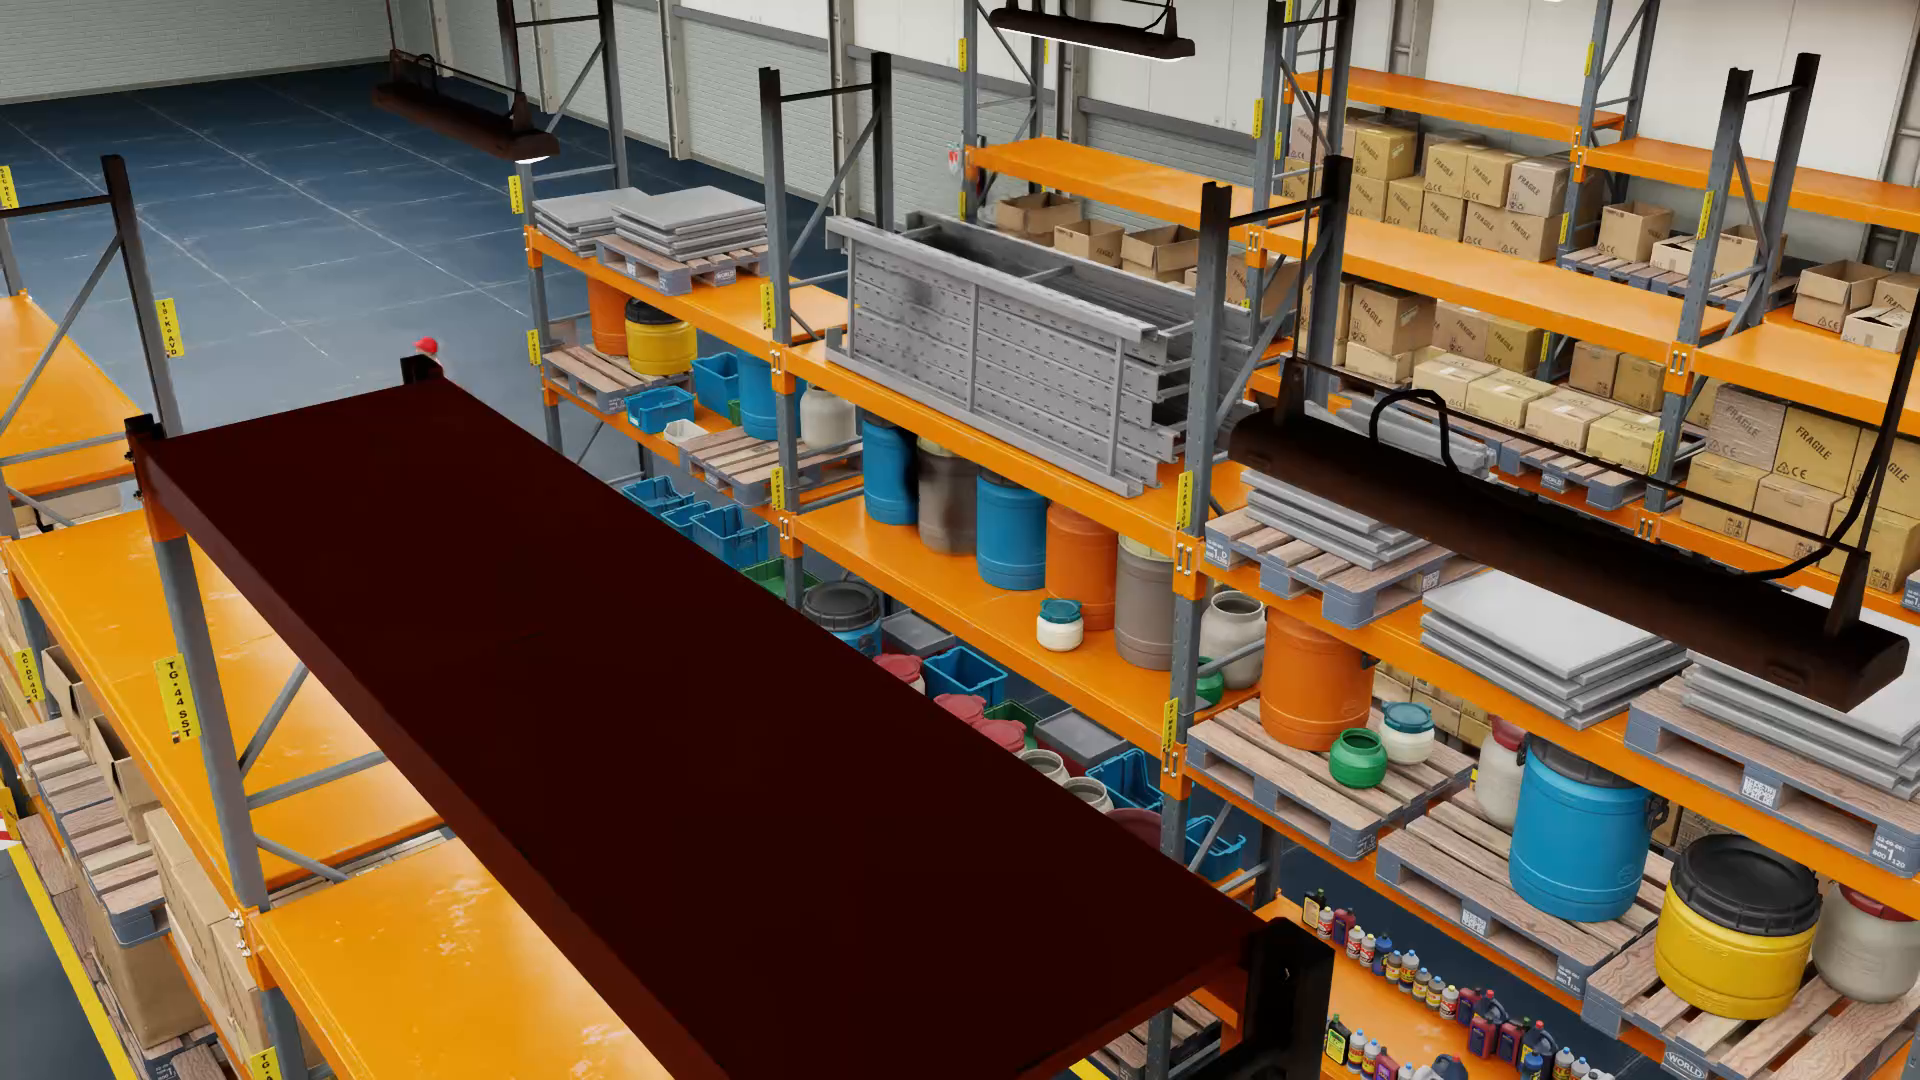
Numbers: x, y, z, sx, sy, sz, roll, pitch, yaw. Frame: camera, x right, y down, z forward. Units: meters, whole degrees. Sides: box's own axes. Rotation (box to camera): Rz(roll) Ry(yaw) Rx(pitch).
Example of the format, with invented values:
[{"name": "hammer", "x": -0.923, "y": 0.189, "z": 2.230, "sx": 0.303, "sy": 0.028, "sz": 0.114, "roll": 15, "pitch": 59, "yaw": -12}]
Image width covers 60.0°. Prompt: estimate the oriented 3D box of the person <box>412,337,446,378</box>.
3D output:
[{"name": "person", "x": -6.136, "y": -1.518, "z": 19.391, "sx": 0.927, "sy": 1.757, "sz": 0.670, "roll": -7, "pitch": 27, "yaw": -14}]
